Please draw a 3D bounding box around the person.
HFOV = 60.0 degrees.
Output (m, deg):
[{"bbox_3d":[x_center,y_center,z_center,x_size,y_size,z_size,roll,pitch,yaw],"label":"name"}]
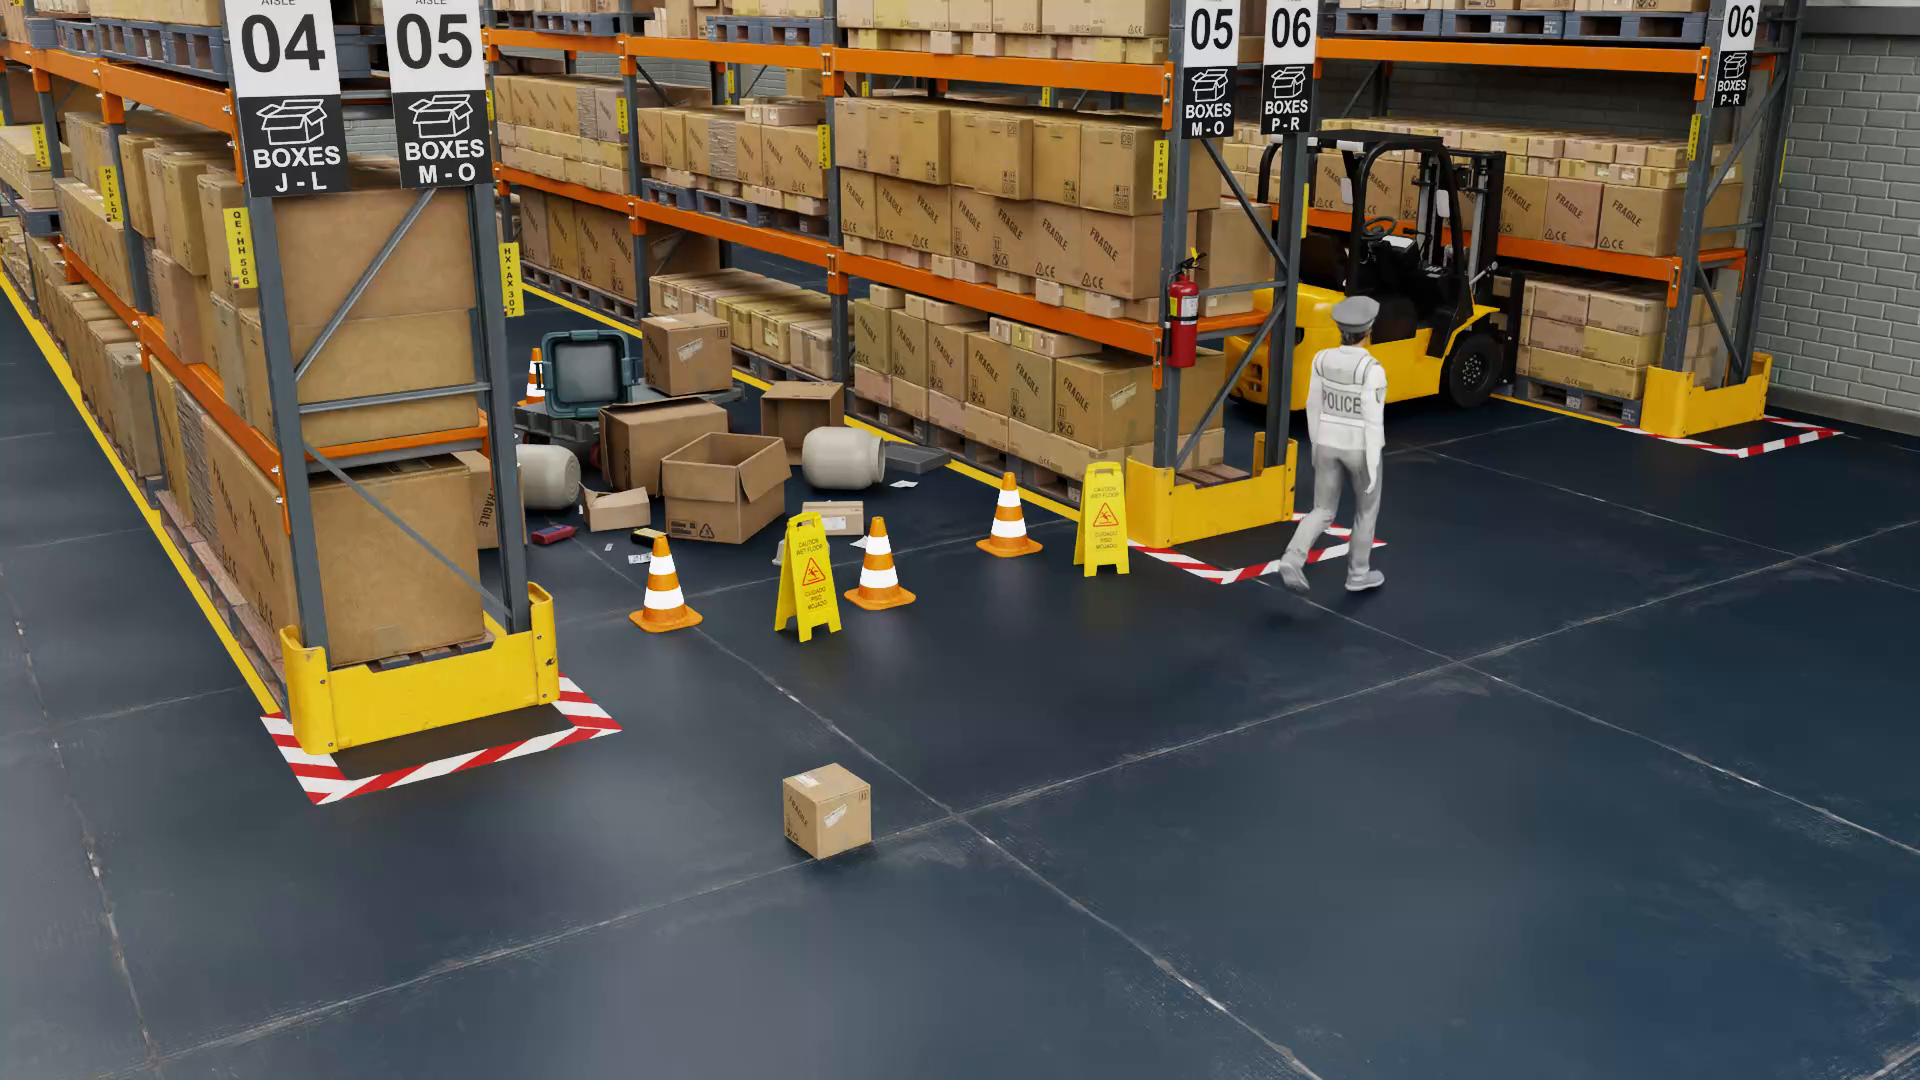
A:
[{"bbox_3d":[2.054,-0.487,8.956,0.489,1.658,0.805,17,25,41],"label":"person"}]
